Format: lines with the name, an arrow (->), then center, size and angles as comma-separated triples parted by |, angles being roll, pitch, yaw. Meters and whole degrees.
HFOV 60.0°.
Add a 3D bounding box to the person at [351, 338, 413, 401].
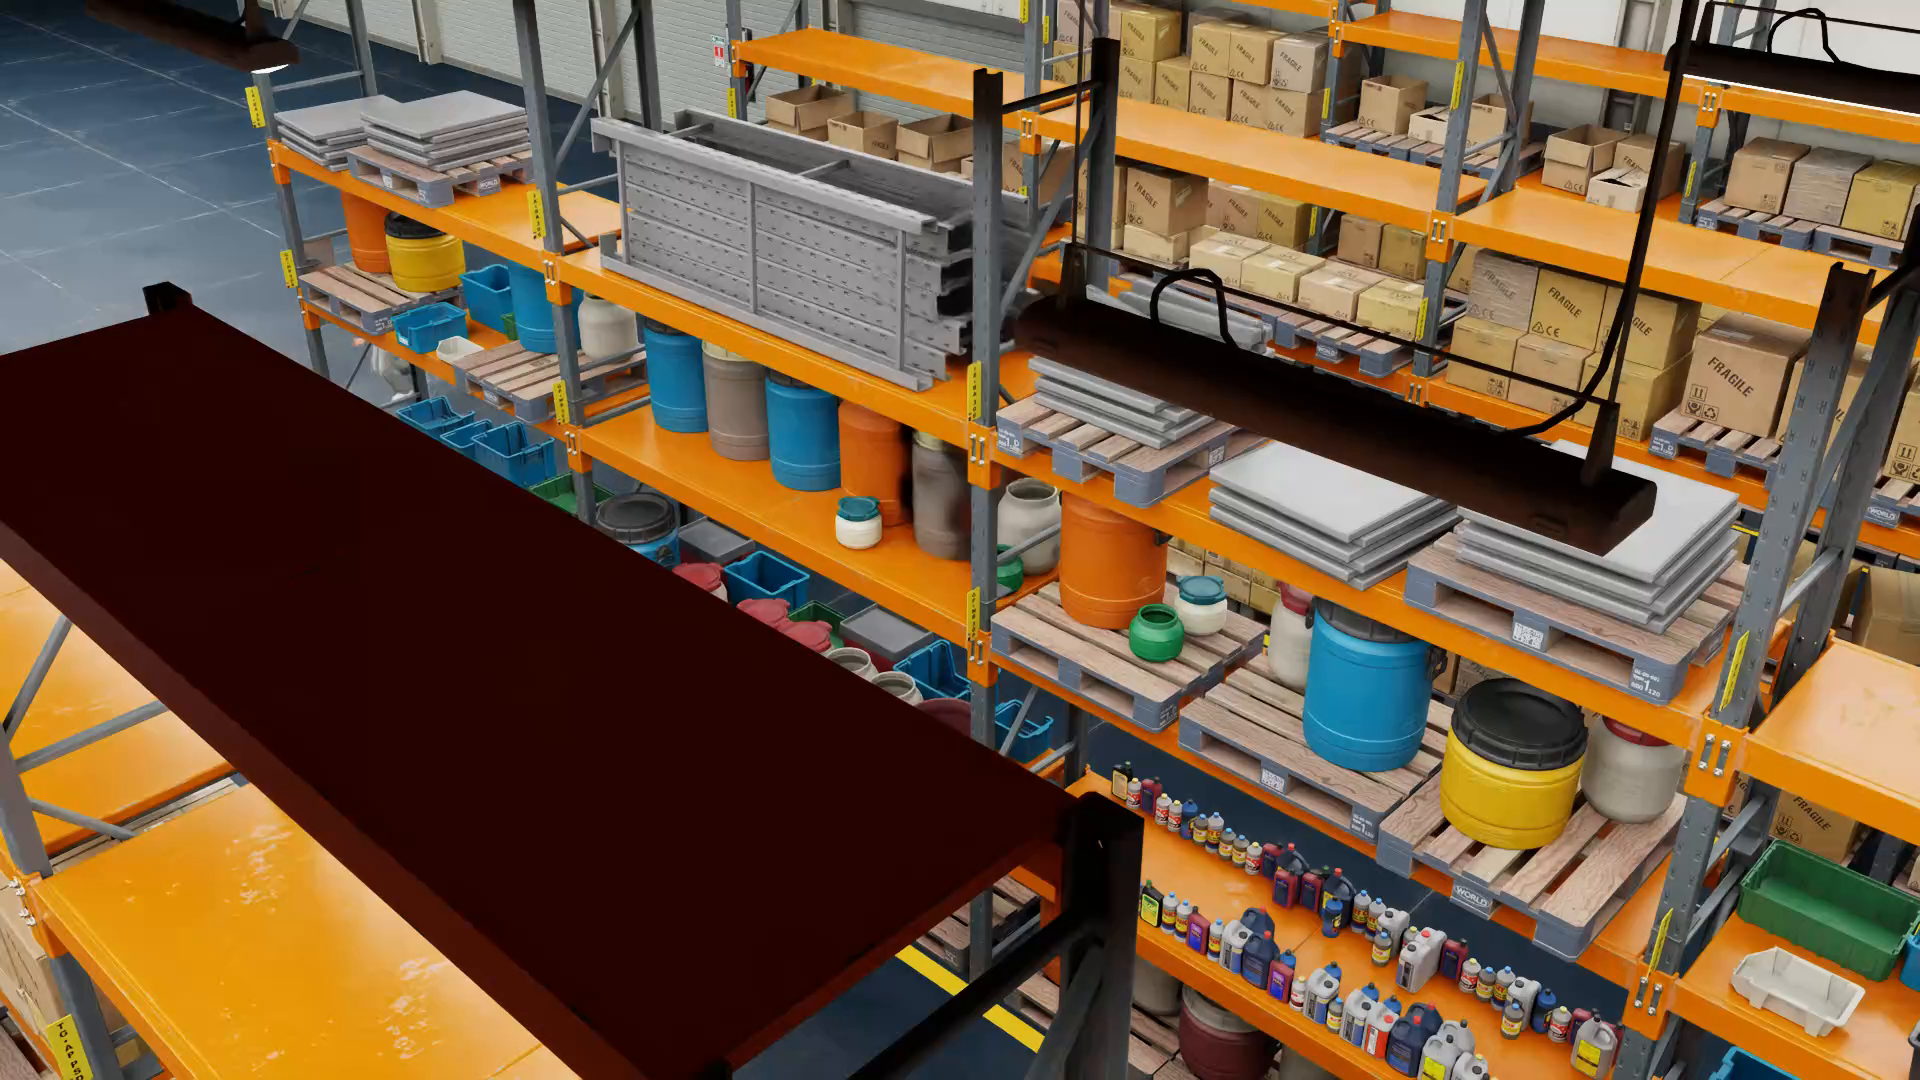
person -> -6.527, -2.271, 18.785 | 0.812, 1.488, 0.579 | -21, 36, -33
